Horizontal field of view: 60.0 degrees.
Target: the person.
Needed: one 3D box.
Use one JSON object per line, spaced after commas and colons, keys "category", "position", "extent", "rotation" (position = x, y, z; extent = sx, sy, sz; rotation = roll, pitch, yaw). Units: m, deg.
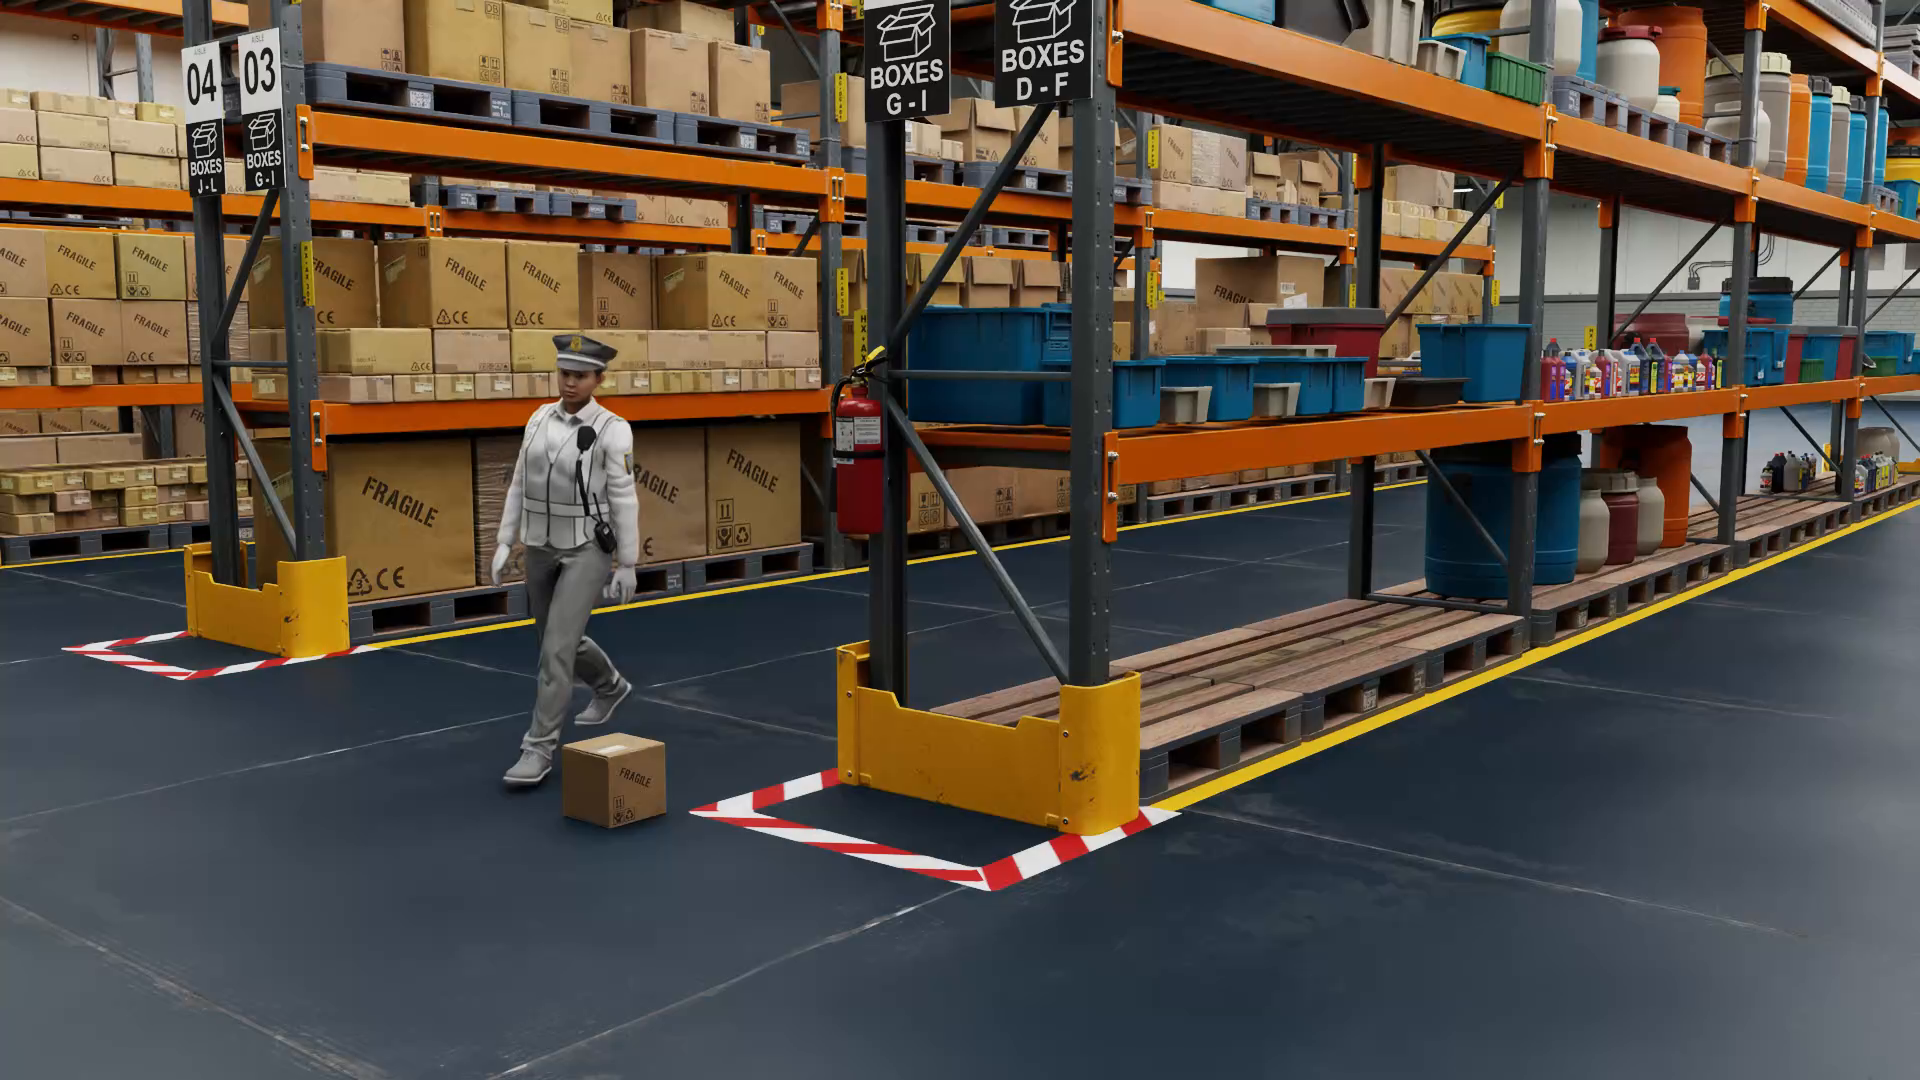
{"category": "person", "position": [-1.474, 0.040, 6.343], "extent": [0.545, 1.639, 0.907], "rotation": [3, 7, 22]}
